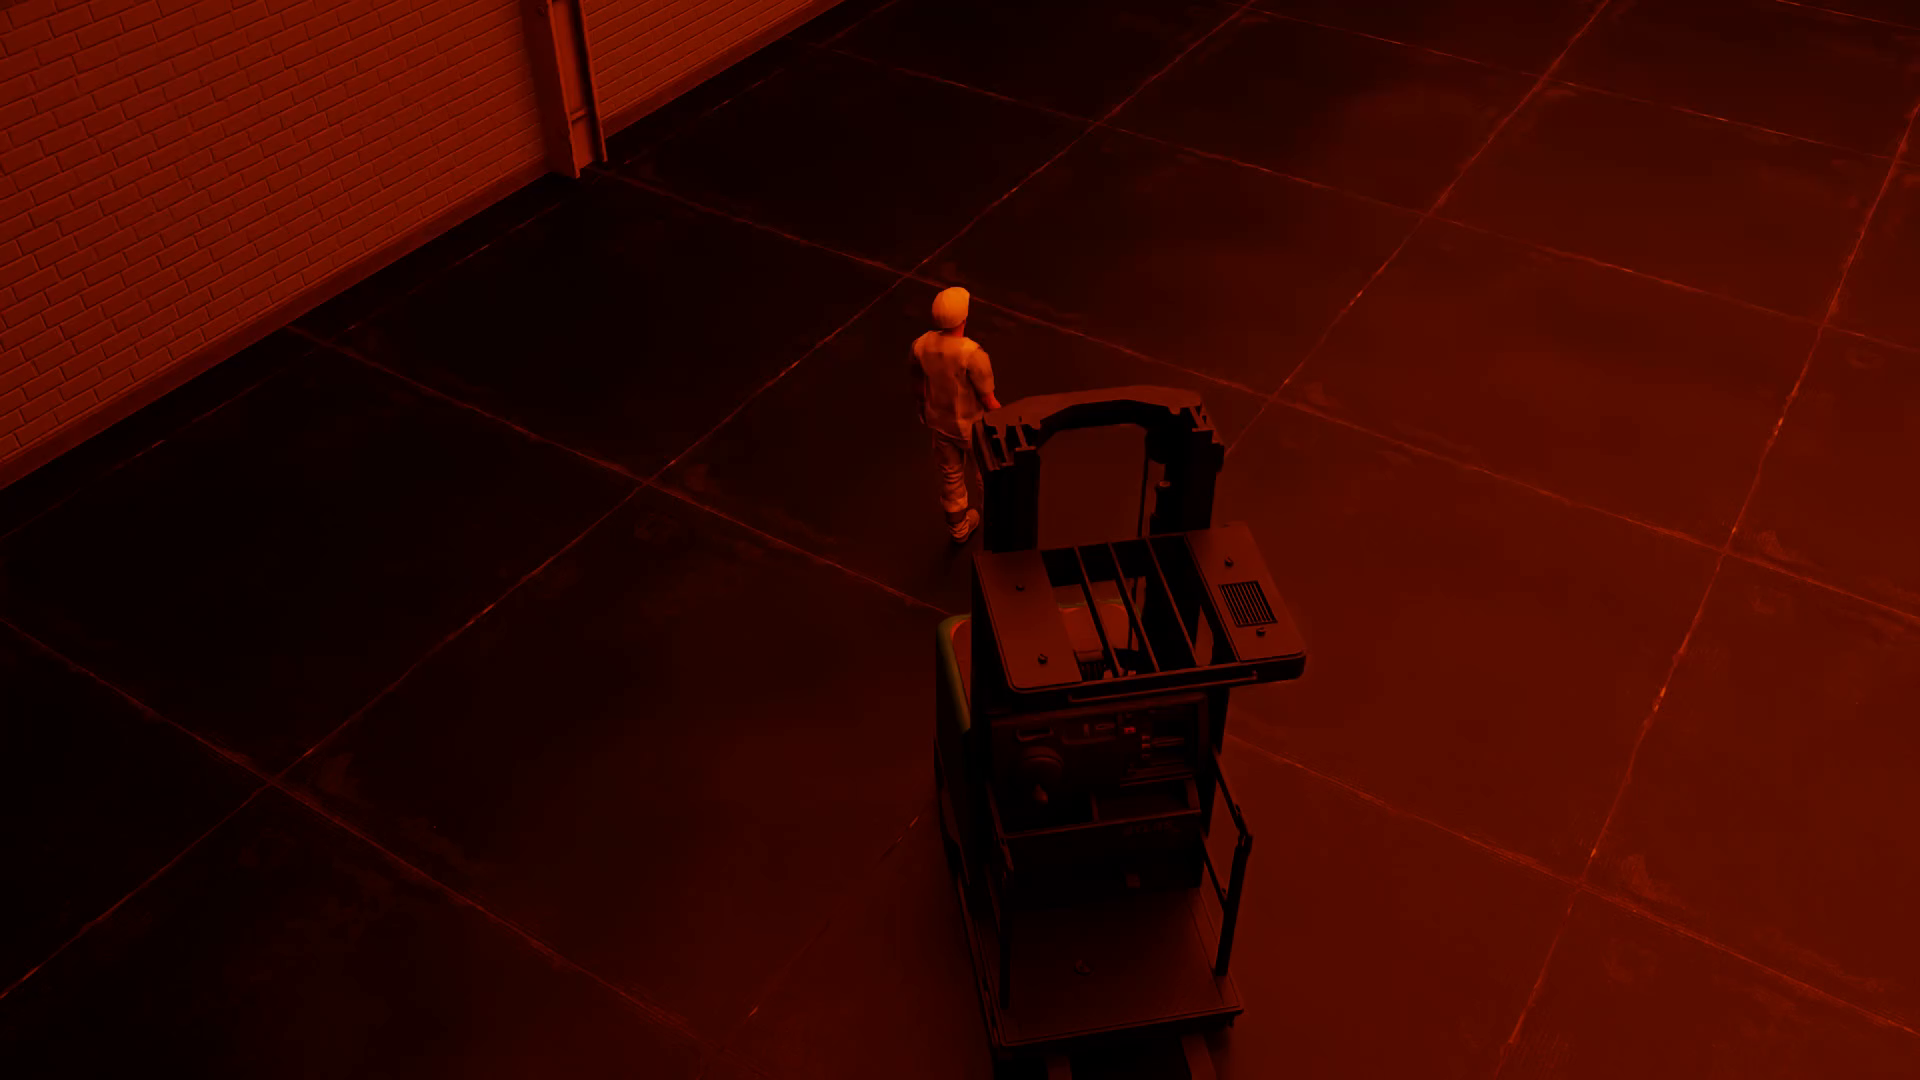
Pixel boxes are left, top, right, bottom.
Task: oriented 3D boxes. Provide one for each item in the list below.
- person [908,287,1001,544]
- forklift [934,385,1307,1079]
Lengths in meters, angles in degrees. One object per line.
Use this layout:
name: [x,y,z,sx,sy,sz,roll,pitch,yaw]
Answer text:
person: [0.054,-0.728,9.698,0.637,1.790,0.562,22,45,24]
forklift: [0.630,0.962,6.831,1.130,2.935,3.031,-7,41,-8]
